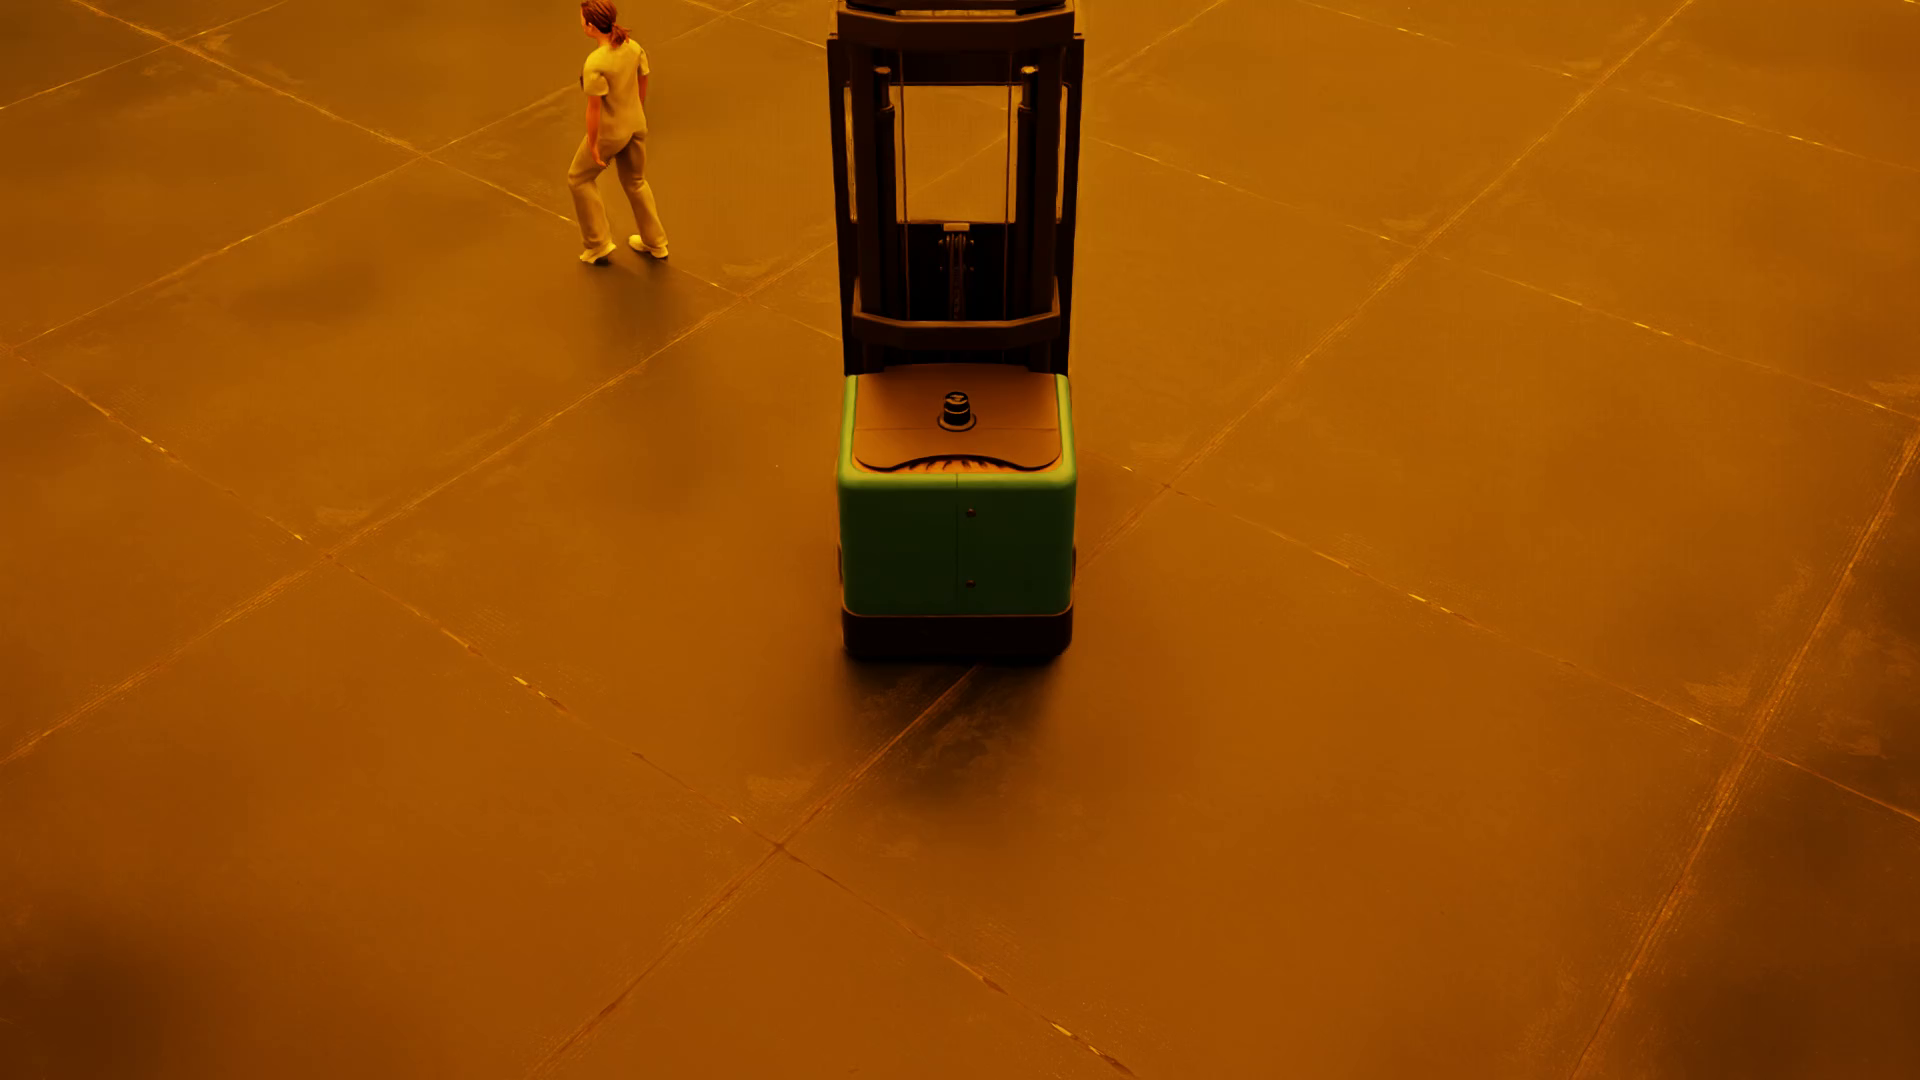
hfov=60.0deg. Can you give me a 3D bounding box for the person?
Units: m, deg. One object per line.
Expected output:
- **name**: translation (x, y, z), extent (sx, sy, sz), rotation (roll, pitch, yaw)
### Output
- **person**: translation (-2.072, -2.429, 9.956), extent (0.498, 1.710, 0.537), rotation (22, 45, 24)

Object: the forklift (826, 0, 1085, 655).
- **forklift**: translation (-0.021, -1.518, 7.854), extent (1.130, 2.935, 3.031), rotation (0, 40, 0)
